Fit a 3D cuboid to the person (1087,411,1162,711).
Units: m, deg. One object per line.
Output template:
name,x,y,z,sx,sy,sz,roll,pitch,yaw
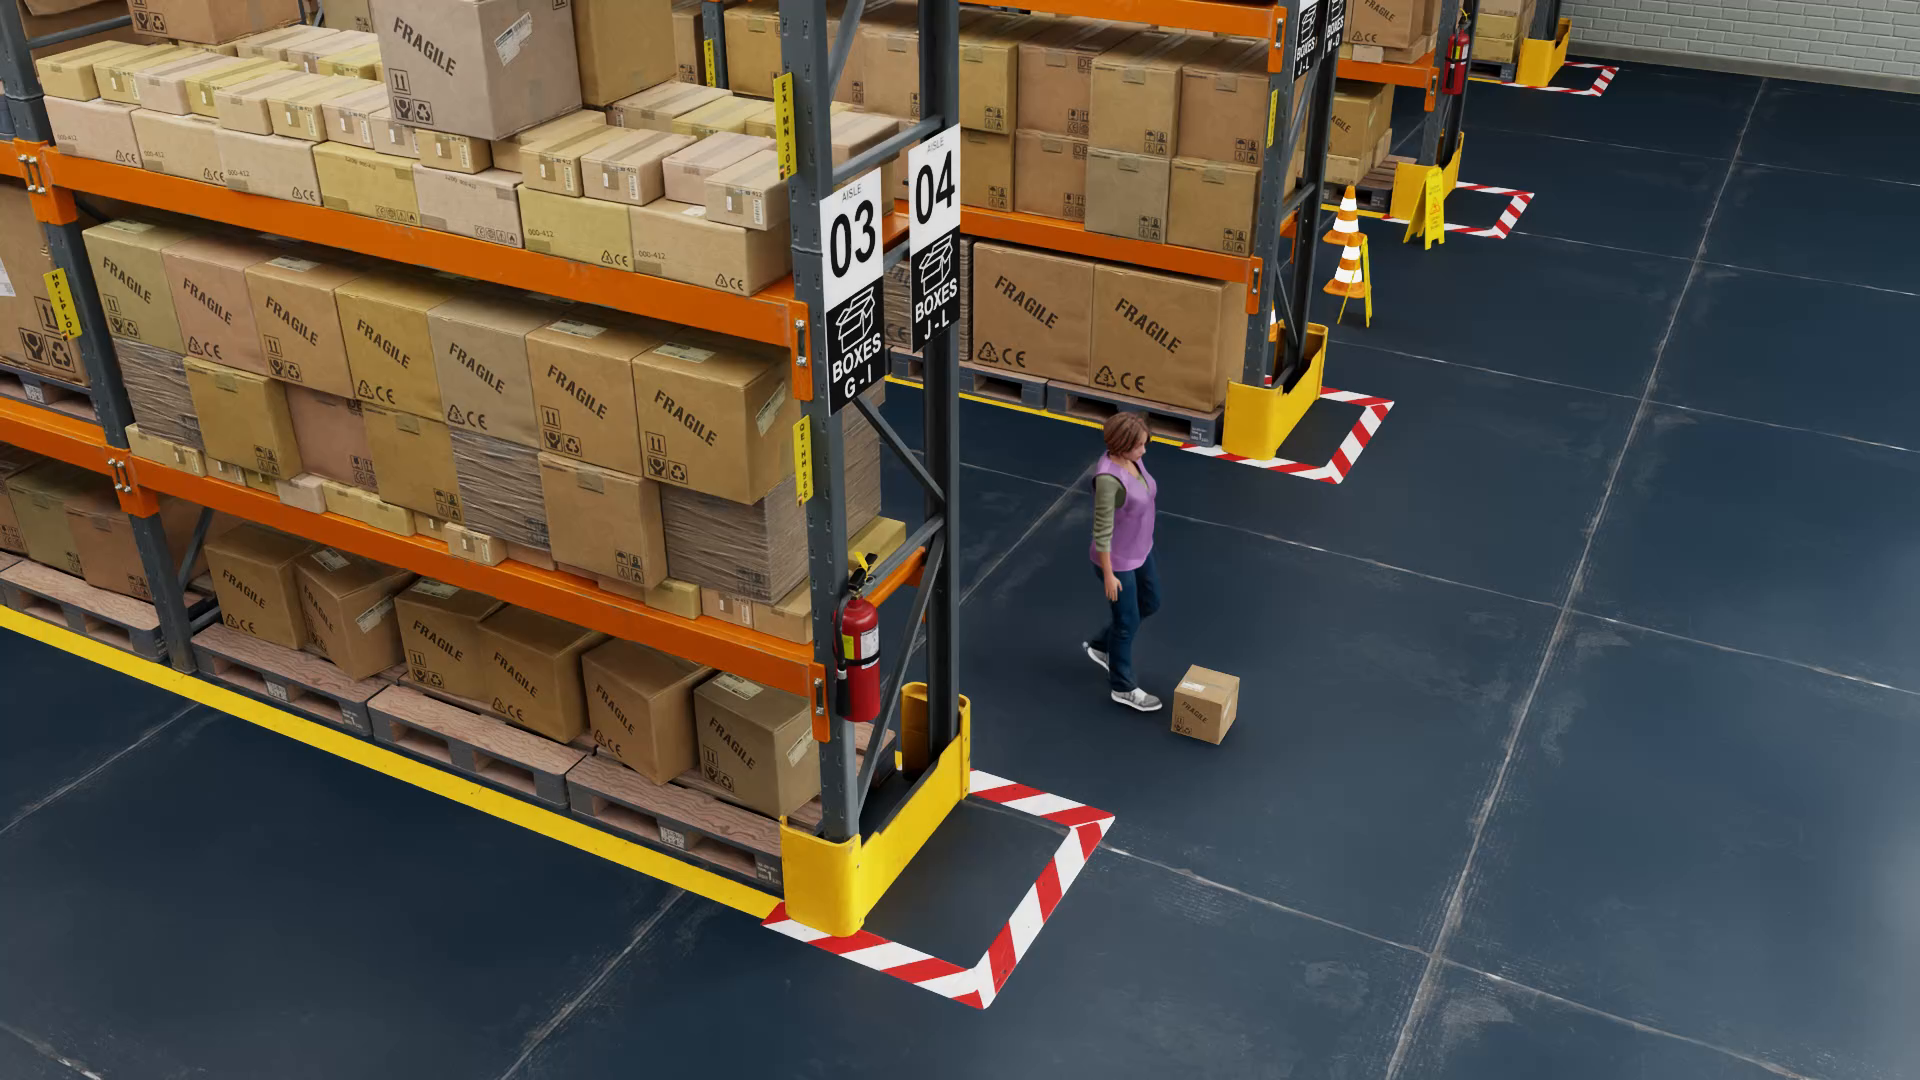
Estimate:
person,0.825,0.101,8.077,0.457,1.602,0.447,12,32,19
